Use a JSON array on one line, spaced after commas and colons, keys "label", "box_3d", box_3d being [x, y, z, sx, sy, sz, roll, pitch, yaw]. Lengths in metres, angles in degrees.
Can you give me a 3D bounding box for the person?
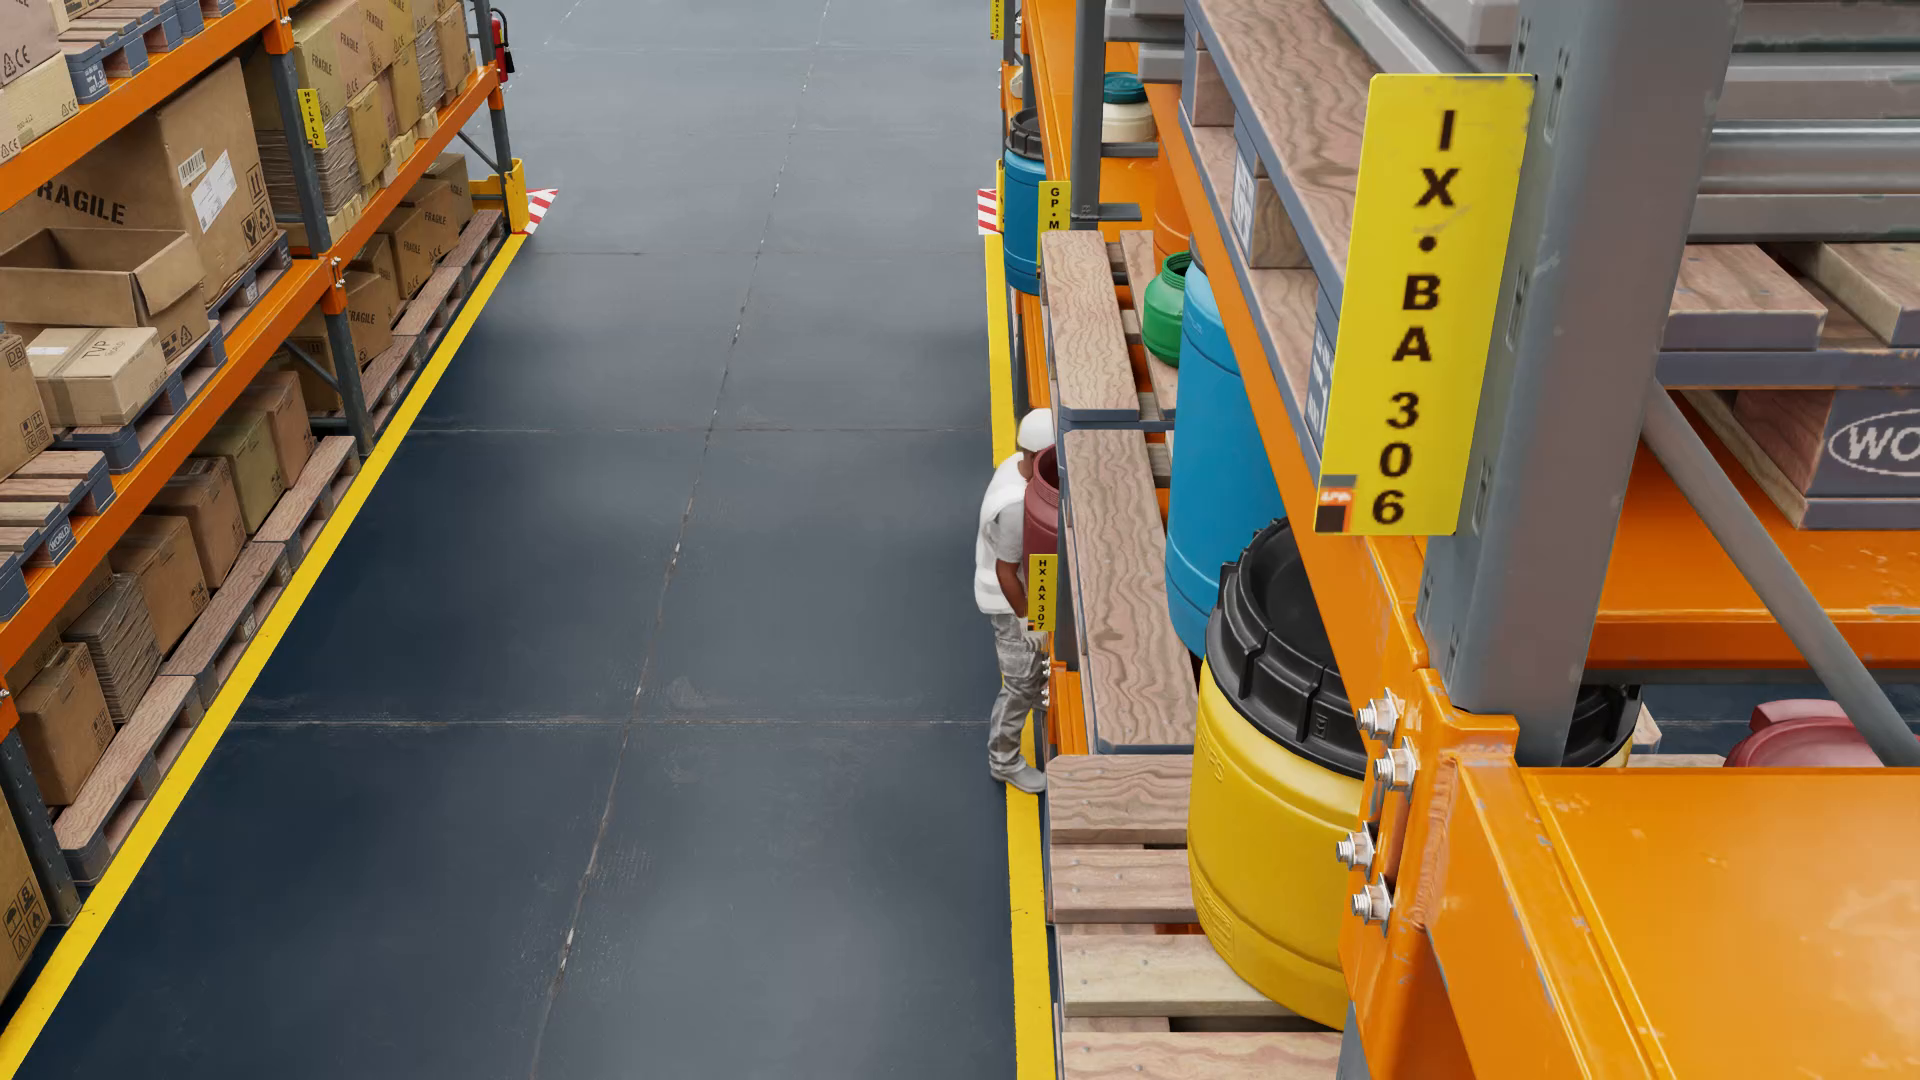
[{"label": "person", "box_3d": [0.335, 0.241, 7.224, 0.520, 1.777, 0.581, 8, 32, 13]}]
